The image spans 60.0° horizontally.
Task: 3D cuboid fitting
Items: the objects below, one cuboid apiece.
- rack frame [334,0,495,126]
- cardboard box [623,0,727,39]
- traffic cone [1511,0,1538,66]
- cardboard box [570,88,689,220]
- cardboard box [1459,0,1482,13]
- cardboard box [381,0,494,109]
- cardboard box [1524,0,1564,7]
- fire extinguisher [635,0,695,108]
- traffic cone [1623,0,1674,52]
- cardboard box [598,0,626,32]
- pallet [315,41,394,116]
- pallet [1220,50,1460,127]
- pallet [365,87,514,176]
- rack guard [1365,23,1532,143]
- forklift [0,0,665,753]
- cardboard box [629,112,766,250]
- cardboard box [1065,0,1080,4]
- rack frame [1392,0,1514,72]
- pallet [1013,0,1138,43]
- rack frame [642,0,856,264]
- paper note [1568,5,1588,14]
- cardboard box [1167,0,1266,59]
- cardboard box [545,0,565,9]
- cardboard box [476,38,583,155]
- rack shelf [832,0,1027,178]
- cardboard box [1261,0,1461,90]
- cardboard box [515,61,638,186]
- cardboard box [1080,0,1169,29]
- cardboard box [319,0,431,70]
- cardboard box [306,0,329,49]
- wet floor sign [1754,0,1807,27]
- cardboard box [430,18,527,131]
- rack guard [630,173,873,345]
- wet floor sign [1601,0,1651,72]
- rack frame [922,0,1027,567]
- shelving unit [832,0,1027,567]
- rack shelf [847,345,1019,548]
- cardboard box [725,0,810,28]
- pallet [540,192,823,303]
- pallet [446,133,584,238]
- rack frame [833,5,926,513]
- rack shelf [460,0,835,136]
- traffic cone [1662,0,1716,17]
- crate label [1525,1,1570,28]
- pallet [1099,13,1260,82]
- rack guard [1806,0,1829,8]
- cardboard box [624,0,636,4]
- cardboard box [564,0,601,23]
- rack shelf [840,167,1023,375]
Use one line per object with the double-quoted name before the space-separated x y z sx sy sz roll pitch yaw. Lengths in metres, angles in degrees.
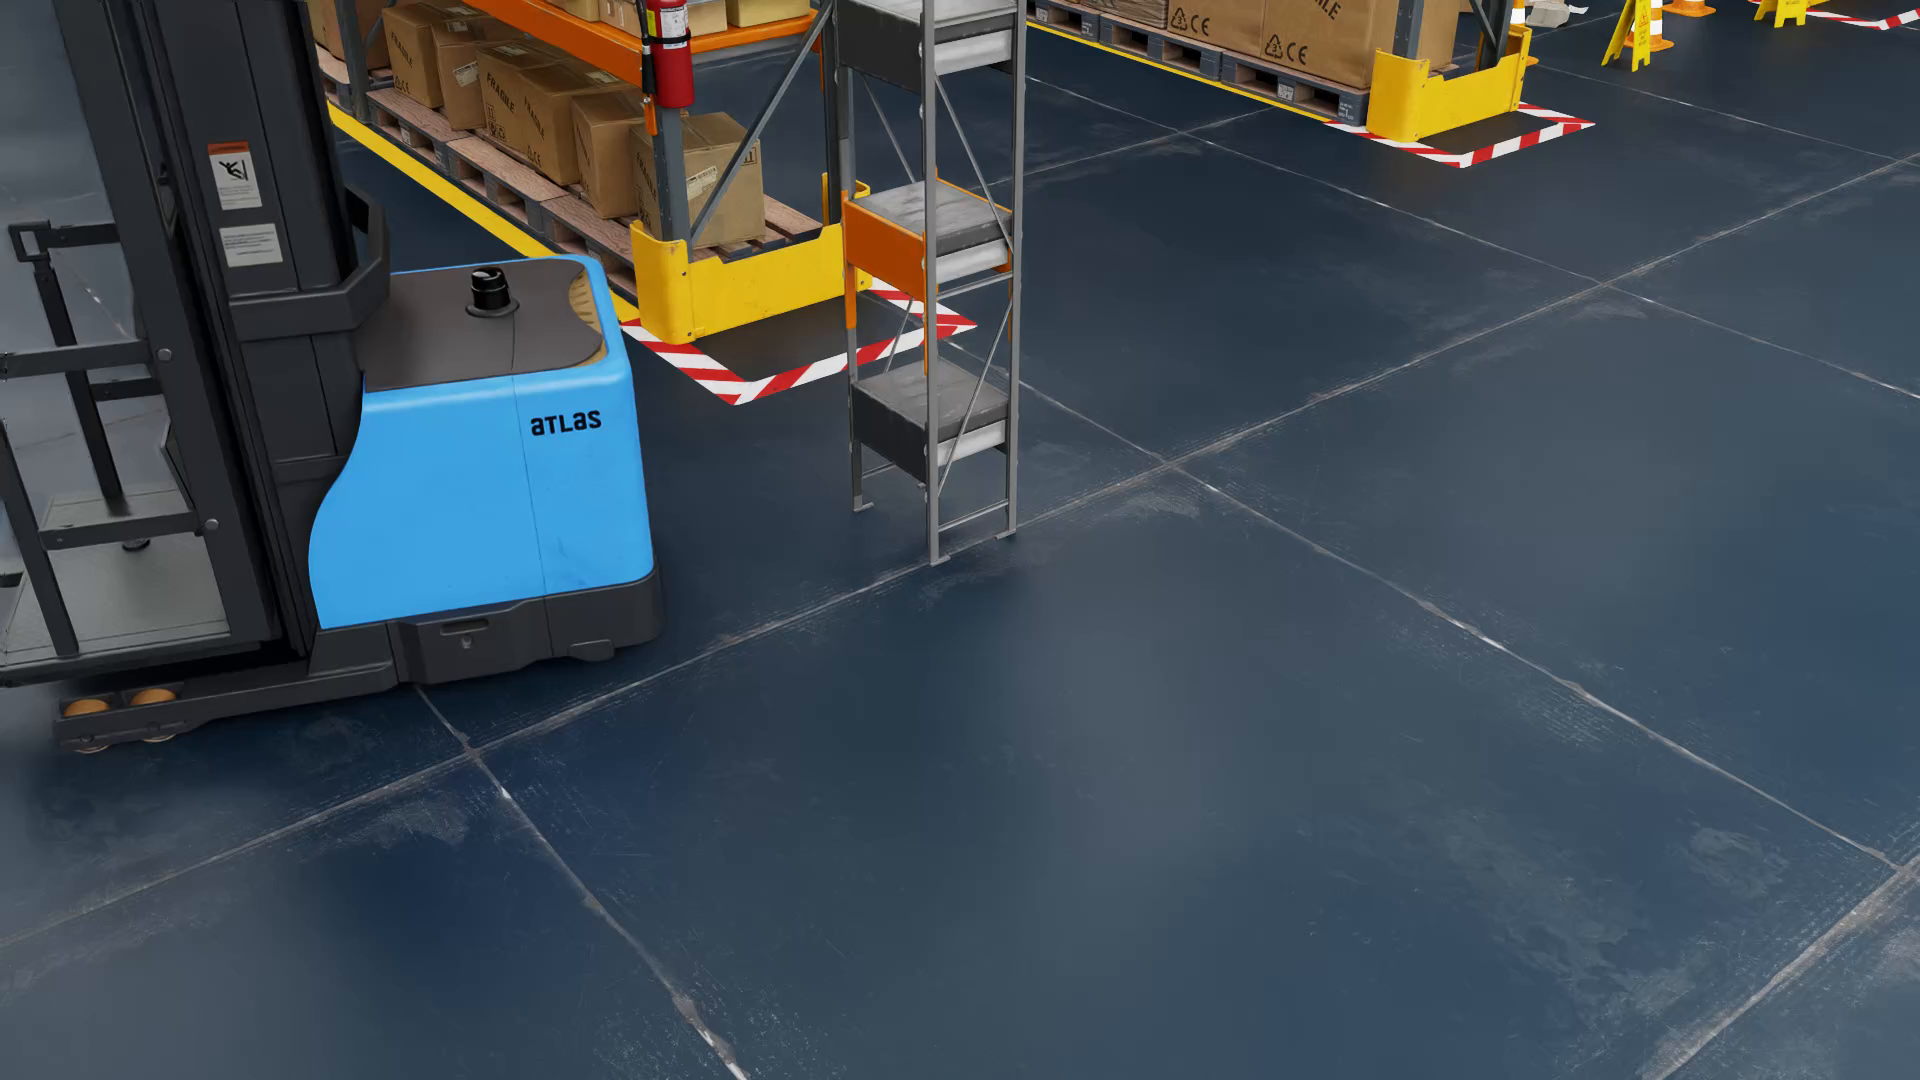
"rack frame" -3.382 -4.060 9.945 1.000 3.000 0.127 -22 38 -31
"cardboard box" -1.267 -2.339 7.411 0.380 0.149 0.250 -22 38 -31
"traffic cone" 3.847 -3.559 11.542 0.336 0.463 0.334 -22 38 -31
"cardboard box" -1.692 -2.014 8.620 0.500 0.500 0.500 -12 34 -19
"cardboard box" 3.822 -4.452 12.941 0.637 0.503 0.797 6 32 10
"cardboard box" -3.168 -2.997 10.204 0.500 0.500 0.500 -24 39 -33
"cardboard box" 4.500 -4.281 13.002 0.380 0.149 0.250 -4 32 -7
"fire extinguisher" -1.223 -2.164 6.964 0.296 0.674 0.183 -22 38 -31
"traffic cone" 4.948 -3.783 11.902 0.336 0.463 0.334 -22 38 -31
"cardboard box" -1.420 -2.443 7.579 0.380 0.149 0.250 -22 38 -31
"pallet" -3.861 -3.200 11.202 1.003 0.211 1.213 -22 38 -31
"pallet" 2.499 -3.079 11.008 1.003 0.211 1.213 -22 38 -31
"pallet" -2.942 -2.607 10.248 1.003 0.211 1.213 -22 38 -31
"rack guard" 3.066 -2.884 10.420 1.175 0.500 0.348 -22 38 -31
"forklift" -2.579 -0.892 4.909 3.031 2.935 1.130 -9 33 -14
"cardboard box" -1.299 -1.776 8.237 0.500 0.500 0.500 -15 35 -23
"cardboard box" 0.928 -4.614 12.452 0.875 0.875 0.875 -22 38 -31
"rack frame" 3.051 -3.956 9.777 1.000 3.000 0.127 -22 38 -31
"pallet" 1.002 -4.096 12.645 1.003 0.211 1.213 -22 38 -31
"rack frame" -0.929 -2.393 7.261 1.000 3.000 0.127 -22 38 -31
"paper note" 4.747 -4.088 12.804 0.142 0.019 0.148 18 36 27
"cardboard box" 2.042 -3.859 11.236 0.875 0.875 0.875 -23 39 -32
"cardboard box" -1.755 -2.640 7.895 0.380 0.149 0.250 -22 38 -31
"cardboard box" -2.368 -2.528 9.448 0.500 0.500 0.500 -26 40 -35
"rack shelf" -0.101 -1.544 5.445 0.431 0.518 0.480 -22 38 -31
"cardboard box" 2.583 -3.493 10.647 0.875 0.875 0.875 -22 38 -31
"cardboard box" -2.061 -2.281 9.050 0.500 0.500 0.500 -19 36 -27
"cardboard box" 1.484 -4.240 11.849 0.875 0.875 0.875 -22 38 -31
"cardboard box" -3.742 -3.448 10.911 0.700 0.500 0.500 -26 40 -35
"cardboard box" -4.019 -3.653 11.241 0.700 0.500 0.500 -23 38 -32
"wet floor sign" 6.170 -4.174 12.359 0.267 0.644 0.232 -10 33 -15
"cardboard box" -2.811 -2.761 9.824 0.500 0.500 0.500 -11 33 -16
"rack guard" -0.976 -1.363 7.971 1.175 0.500 0.348 -22 38 -31
"wet floor sign" 4.633 -3.584 11.410 0.232 0.644 0.267 26 40 35
"rack frame" 0.048 -0.859 5.643 0.400 2.100 0.015 -22 38 -31
"shelving unit" -0.102 -0.961 5.807 0.431 2.100 0.503 -22 38 -31
"rack shelf" -0.102 -0.355 6.184 0.431 0.518 0.480 -22 38 -31
"cardboard box" -0.916 -2.483 7.642 0.380 0.149 0.250 -22 38 -31
"pallet" -1.446 -1.591 8.611 1.003 0.211 1.213 -22 38 -31
"pallet" -2.190 -2.099 9.429 1.003 0.211 1.213 -22 38 -31
"rack frame" -0.251 -1.063 5.971 0.400 2.100 0.015 -22 38 -31
"rack shelf" -2.156 -2.921 8.792 1.077 0.370 4.000 -22 38 -31
"traffic cone" 5.616 -4.284 12.709 0.336 0.463 0.334 -22 38 -31
"crate label" 4.417 -3.952 12.484 0.298 0.136 0.250 12 34 19
"pallet" 1.755 -3.587 11.826 1.003 0.211 1.213 -22 38 -31
"rack guard" 6.852 -4.569 13.133 1.175 0.500 0.348 -22 38 -31
"cardboard box" -1.245 -2.800 7.539 0.875 0.500 0.500 -22 38 -31
"cardboard box" -1.614 -2.531 7.720 0.380 0.149 0.250 -22 38 -31
"rack shelf" -0.102 -0.949 5.814 0.431 0.518 0.480 -22 38 -31
